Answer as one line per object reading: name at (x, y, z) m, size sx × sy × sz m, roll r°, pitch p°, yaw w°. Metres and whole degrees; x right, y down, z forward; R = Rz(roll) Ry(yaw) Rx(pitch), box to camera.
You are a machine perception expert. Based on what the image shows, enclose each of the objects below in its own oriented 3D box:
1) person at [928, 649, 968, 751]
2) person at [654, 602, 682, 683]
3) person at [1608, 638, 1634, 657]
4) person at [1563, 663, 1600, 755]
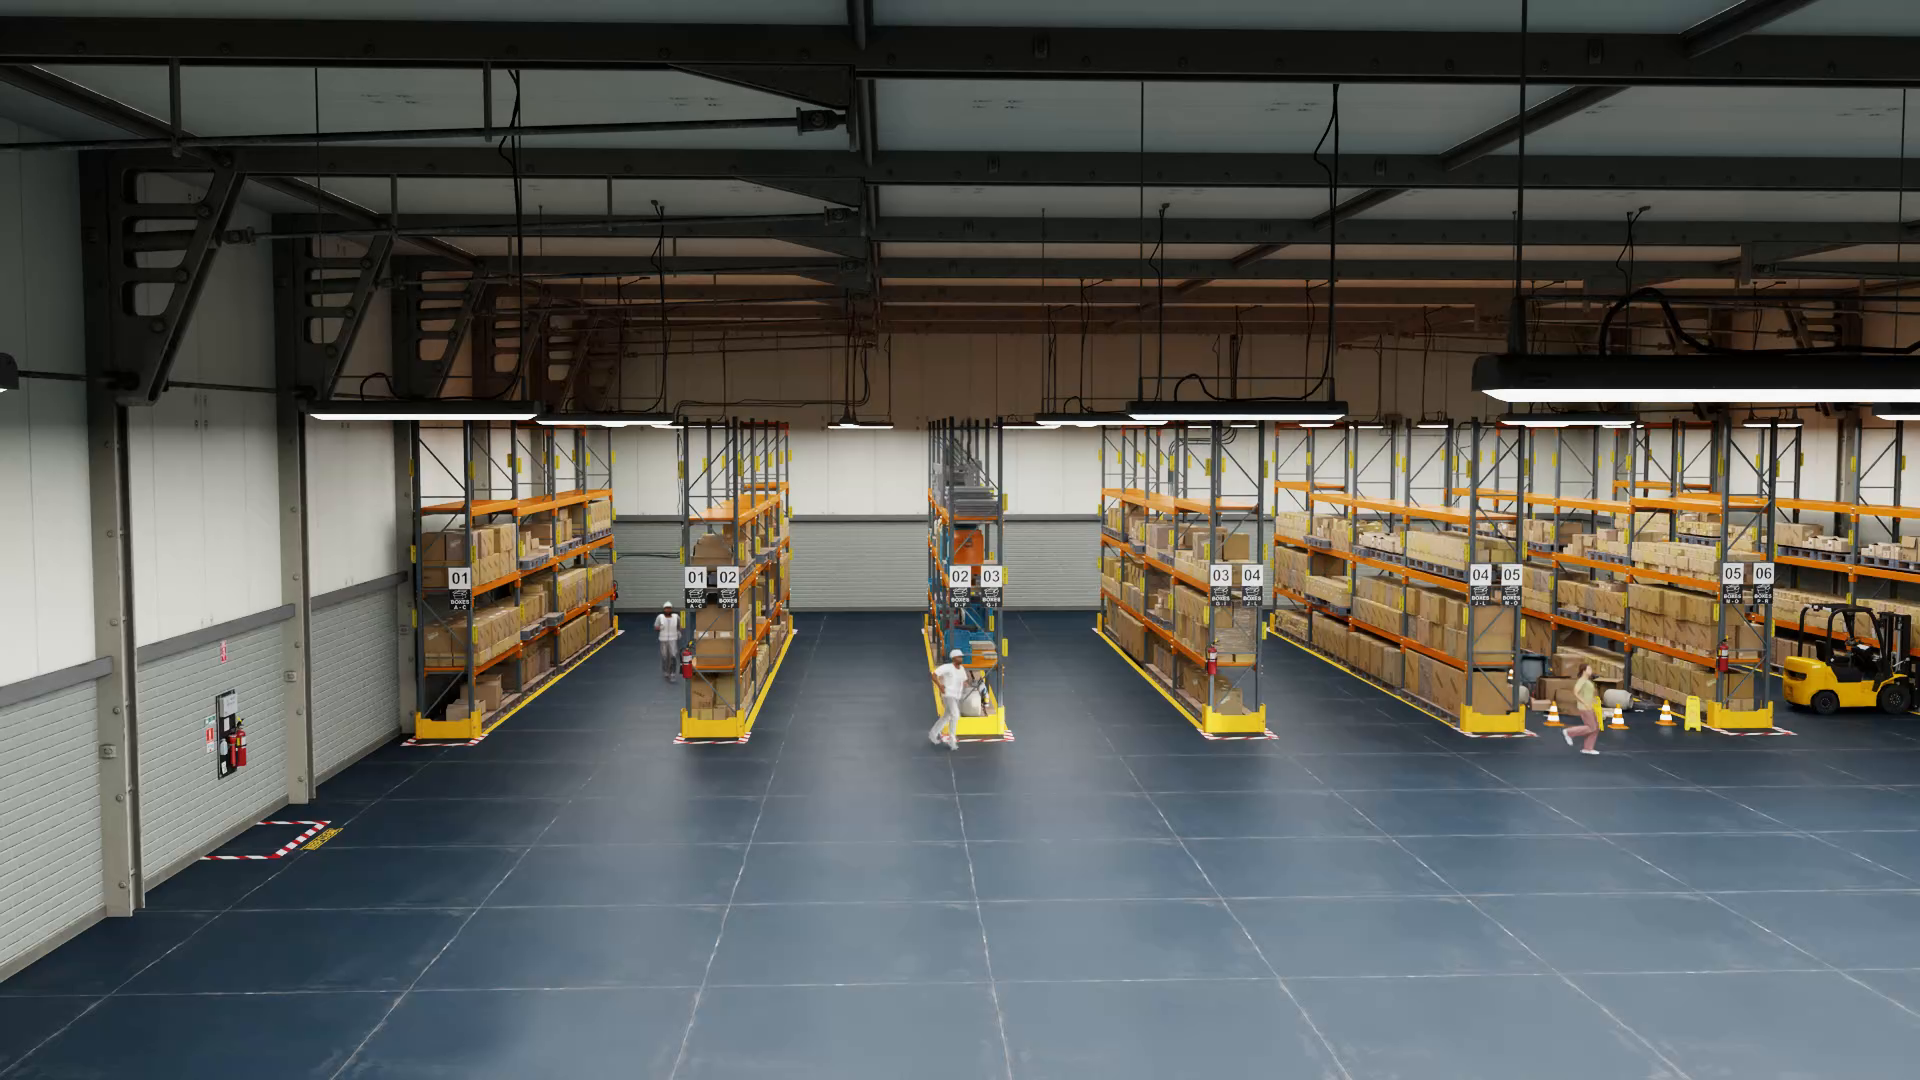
person at (-0.175, 2.888, 30.282) m, size 0.752 × 1.811 × 0.713 m, roll 2°, pitch 4°, yaw 33°
person at (-6.683, 2.342, 38.119) m, size 0.654 × 1.835 × 0.735 m, roll -1°, pitch 4°, yaw -10°
person at (16.255, 2.229, 40.962) m, size 0.641 × 1.710 × 1.010 m, roll 0°, pitch 4°, yaw -3°
person at (11.066, 2.988, 29.549) m, size 0.626 × 1.628 × 0.587 m, roll 2°, pitch 4°, yaw 31°
